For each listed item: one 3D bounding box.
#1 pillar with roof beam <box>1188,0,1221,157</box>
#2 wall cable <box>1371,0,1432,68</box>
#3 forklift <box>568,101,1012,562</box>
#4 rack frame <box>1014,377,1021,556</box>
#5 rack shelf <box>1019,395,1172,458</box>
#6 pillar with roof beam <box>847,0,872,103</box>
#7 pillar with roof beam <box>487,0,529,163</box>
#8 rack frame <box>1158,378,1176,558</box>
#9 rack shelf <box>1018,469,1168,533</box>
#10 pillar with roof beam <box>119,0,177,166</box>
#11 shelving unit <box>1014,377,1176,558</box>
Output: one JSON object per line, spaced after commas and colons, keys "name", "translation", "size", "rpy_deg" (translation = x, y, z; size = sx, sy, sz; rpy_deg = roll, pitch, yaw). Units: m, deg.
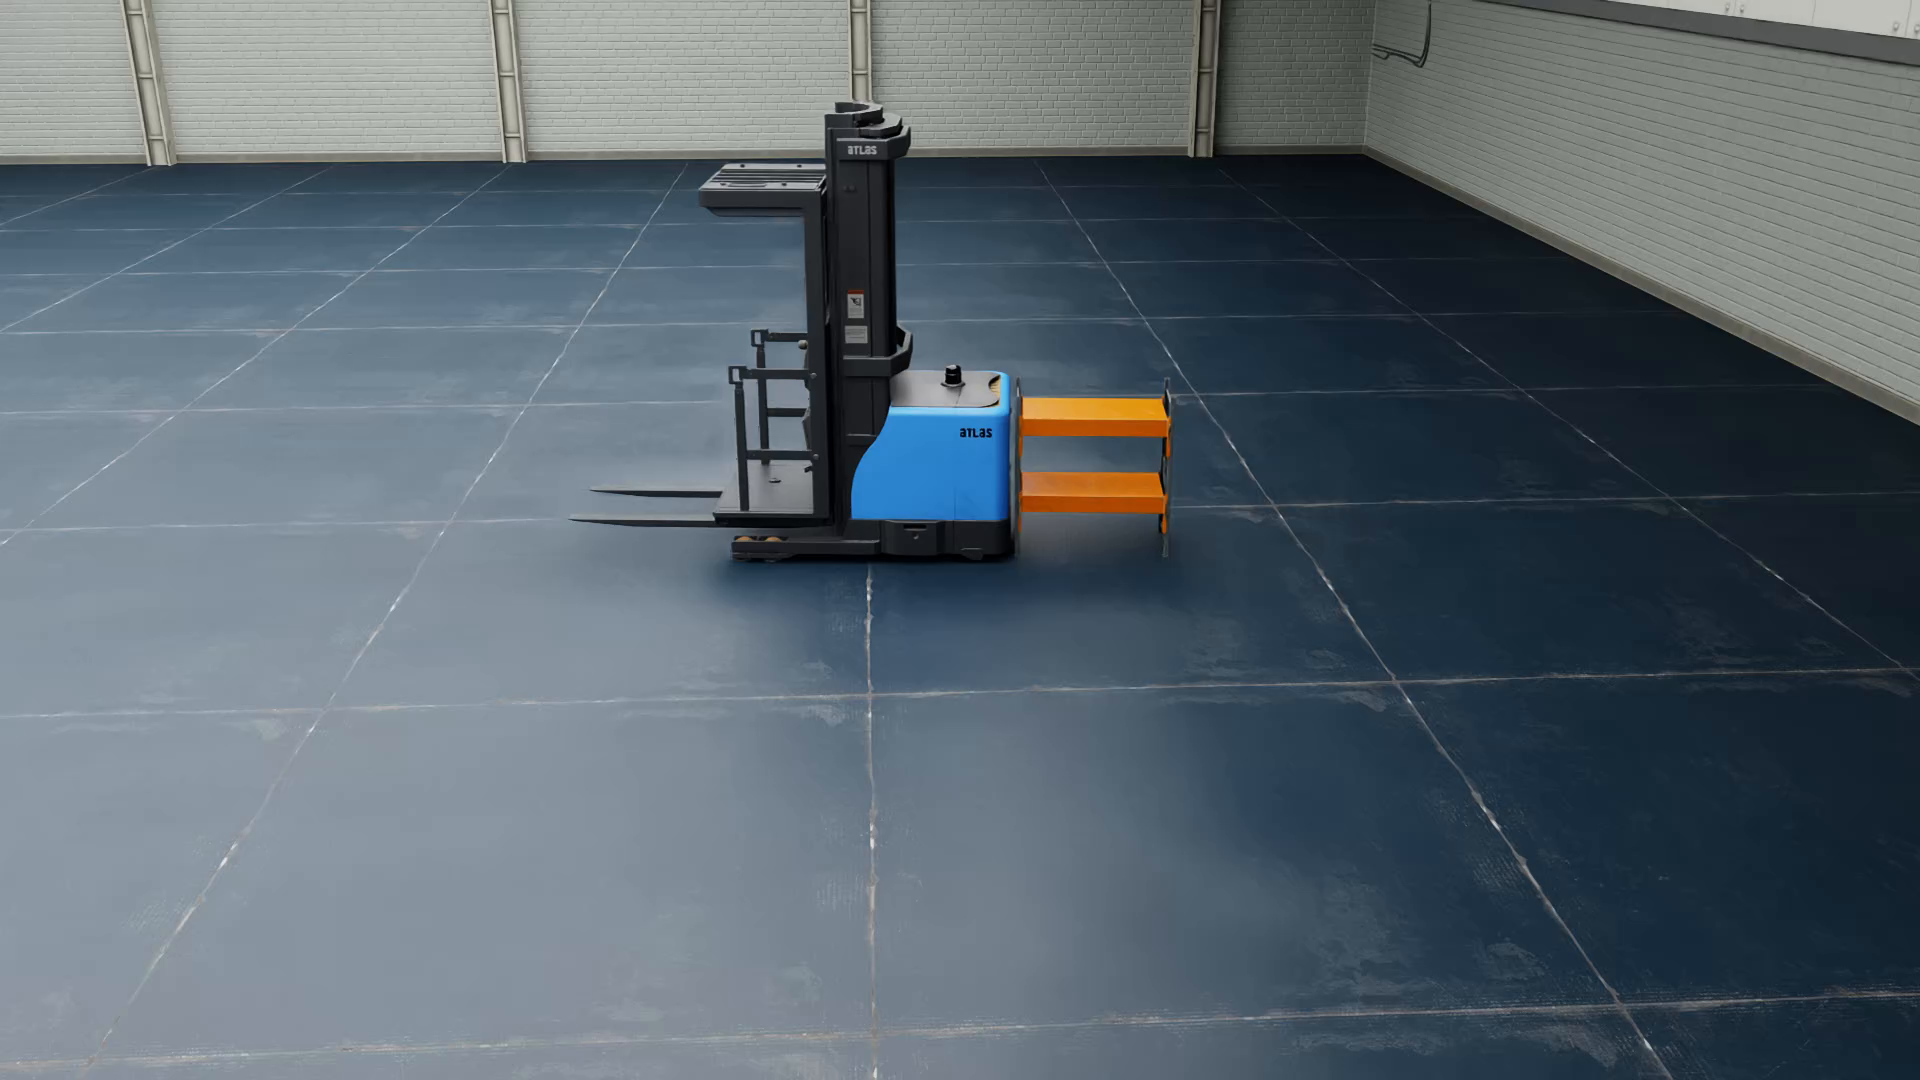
{"name": "pillar with roof beam", "translation": [4.512, -9.501, 23.929], "size": [0.400, 9.000, 9.100], "rpy_deg": [-1, 21, -3]}
{"name": "wall cable", "translation": [7.282, -9.169, 27.422], "size": [0.112, 2.526, 3.097], "rpy_deg": [-1, 21, -3]}
{"name": "forklift", "translation": [-1.160, -1.407, 11.198], "size": [3.031, 2.935, 1.130], "rpy_deg": [1, 21, 2]}
{"name": "rack frame", "translation": [0.393, -0.506, 11.368], "size": [0.032, 1.125, 0.500], "rpy_deg": [1, 21, 2]}
{"name": "rack shelf", "translation": [0.901, -0.774, 11.250], "size": [1.000, 0.278, 0.538], "rpy_deg": [1, 21, 2]}
{"name": "pillar with roof beam", "translation": [-1.479, -9.379, 23.609], "size": [0.400, 9.000, 9.100], "rpy_deg": [-1, 21, -3]}
{"name": "pillar with roof beam", "translation": [-7.469, -9.258, 23.289], "size": [0.400, 9.000, 9.100], "rpy_deg": [-1, 21, -3]}
{"name": "rack frame", "translation": [1.410, -0.495, 11.339], "size": [0.032, 1.125, 0.500], "rpy_deg": [1, 21, 2]}
{"name": "rack shelf", "translation": [0.901, -0.272, 11.441], "size": [1.000, 0.278, 0.538], "rpy_deg": [1, 21, 2]}
{"name": "pillar with roof beam", "translation": [-13.459, -9.136, 22.969], "size": [0.400, 9.000, 9.100], "rpy_deg": [-1, 21, -3]}
{"name": "shelving unit", "translation": [0.901, -0.500, 11.354], "size": [1.048, 1.125, 0.538], "rpy_deg": [1, 21, 2]}
